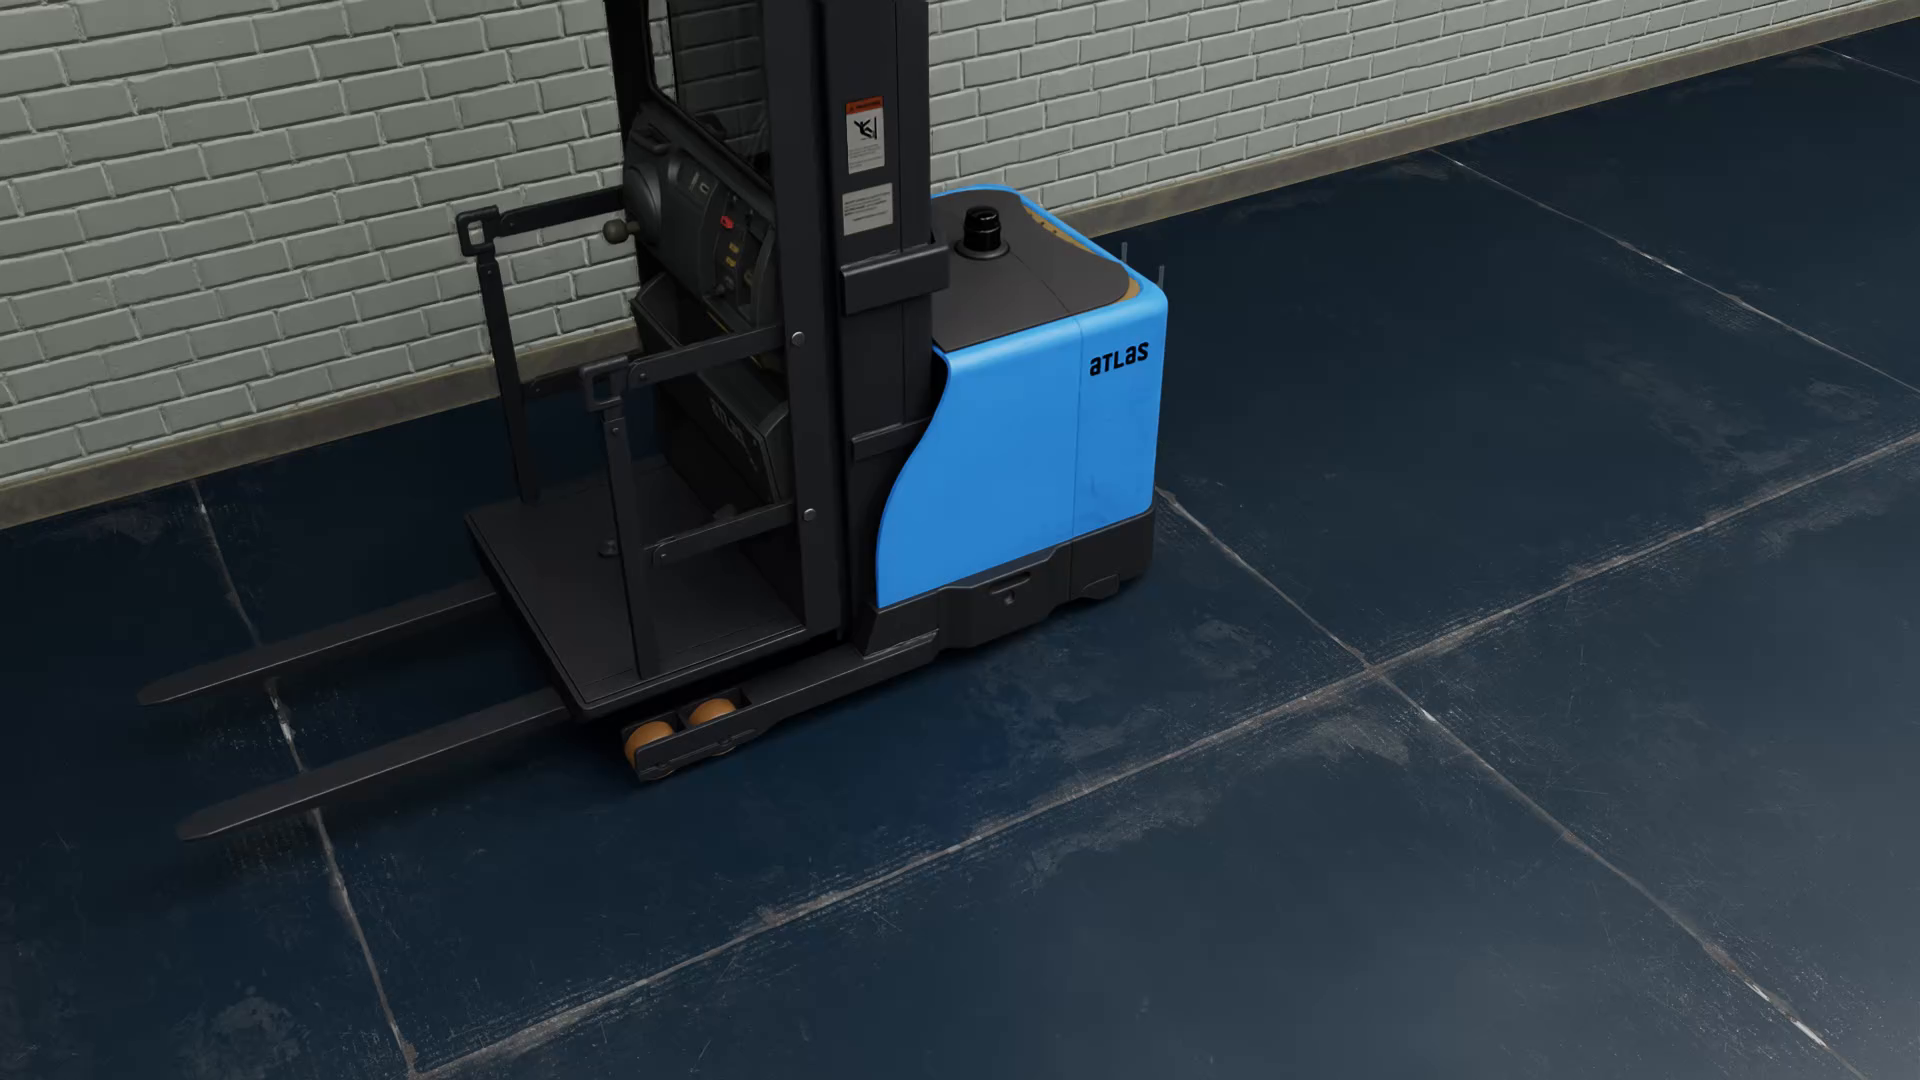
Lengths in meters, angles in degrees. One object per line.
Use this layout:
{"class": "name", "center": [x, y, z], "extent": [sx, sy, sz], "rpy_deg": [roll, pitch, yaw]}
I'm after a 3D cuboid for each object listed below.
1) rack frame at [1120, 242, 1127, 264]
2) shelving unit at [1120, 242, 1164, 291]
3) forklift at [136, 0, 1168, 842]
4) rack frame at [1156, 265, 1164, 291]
{"class": "rack frame", "center": [0.460, -0.601, 5.810], "extent": [0.240, 0.900, 0.006], "rpy_deg": [-20, 41, -25]}
{"class": "shelving unit", "center": [0.514, -0.550, 5.740], "extent": [0.258, 0.900, 0.210], "rpy_deg": [-20, 41, -25]}
{"class": "forklift", "center": [-0.892, -0.850, 4.428], "extent": [3.031, 2.935, 1.130], "rpy_deg": [-19, 40, -24]}
{"class": "rack frame", "center": [0.568, -0.499, 5.671], "extent": [0.240, 0.900, 0.006], "rpy_deg": [-20, 41, -25]}
